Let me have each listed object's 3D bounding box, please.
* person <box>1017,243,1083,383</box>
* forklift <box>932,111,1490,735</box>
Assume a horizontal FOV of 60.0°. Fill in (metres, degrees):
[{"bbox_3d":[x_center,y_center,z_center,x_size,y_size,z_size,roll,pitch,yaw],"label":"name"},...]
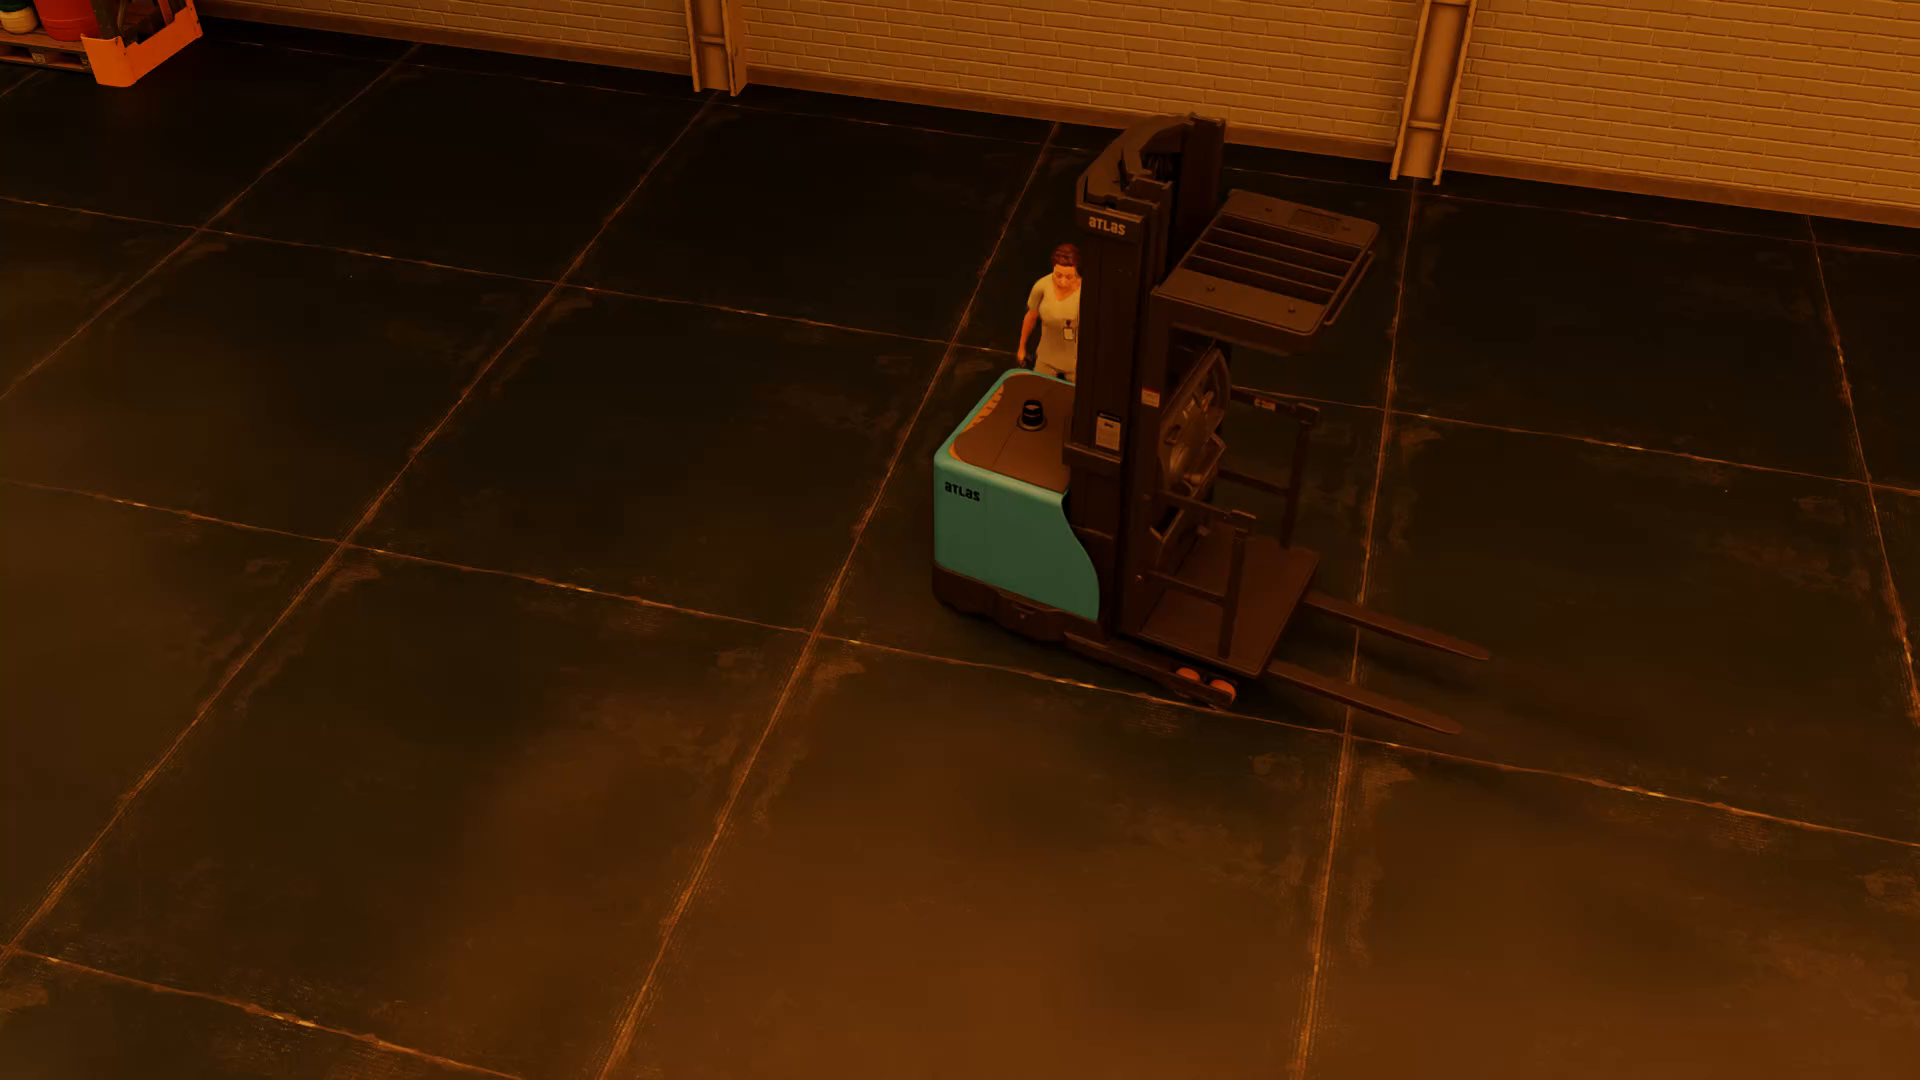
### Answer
[{"bbox_3d":[0.667,-1.075,10.060,0.700,1.652,0.315,18,44,19],"label":"person"},{"bbox_3d":[1.389,-0.583,8.526,3.031,2.935,1.130,19,45,20],"label":"forklift"}]
